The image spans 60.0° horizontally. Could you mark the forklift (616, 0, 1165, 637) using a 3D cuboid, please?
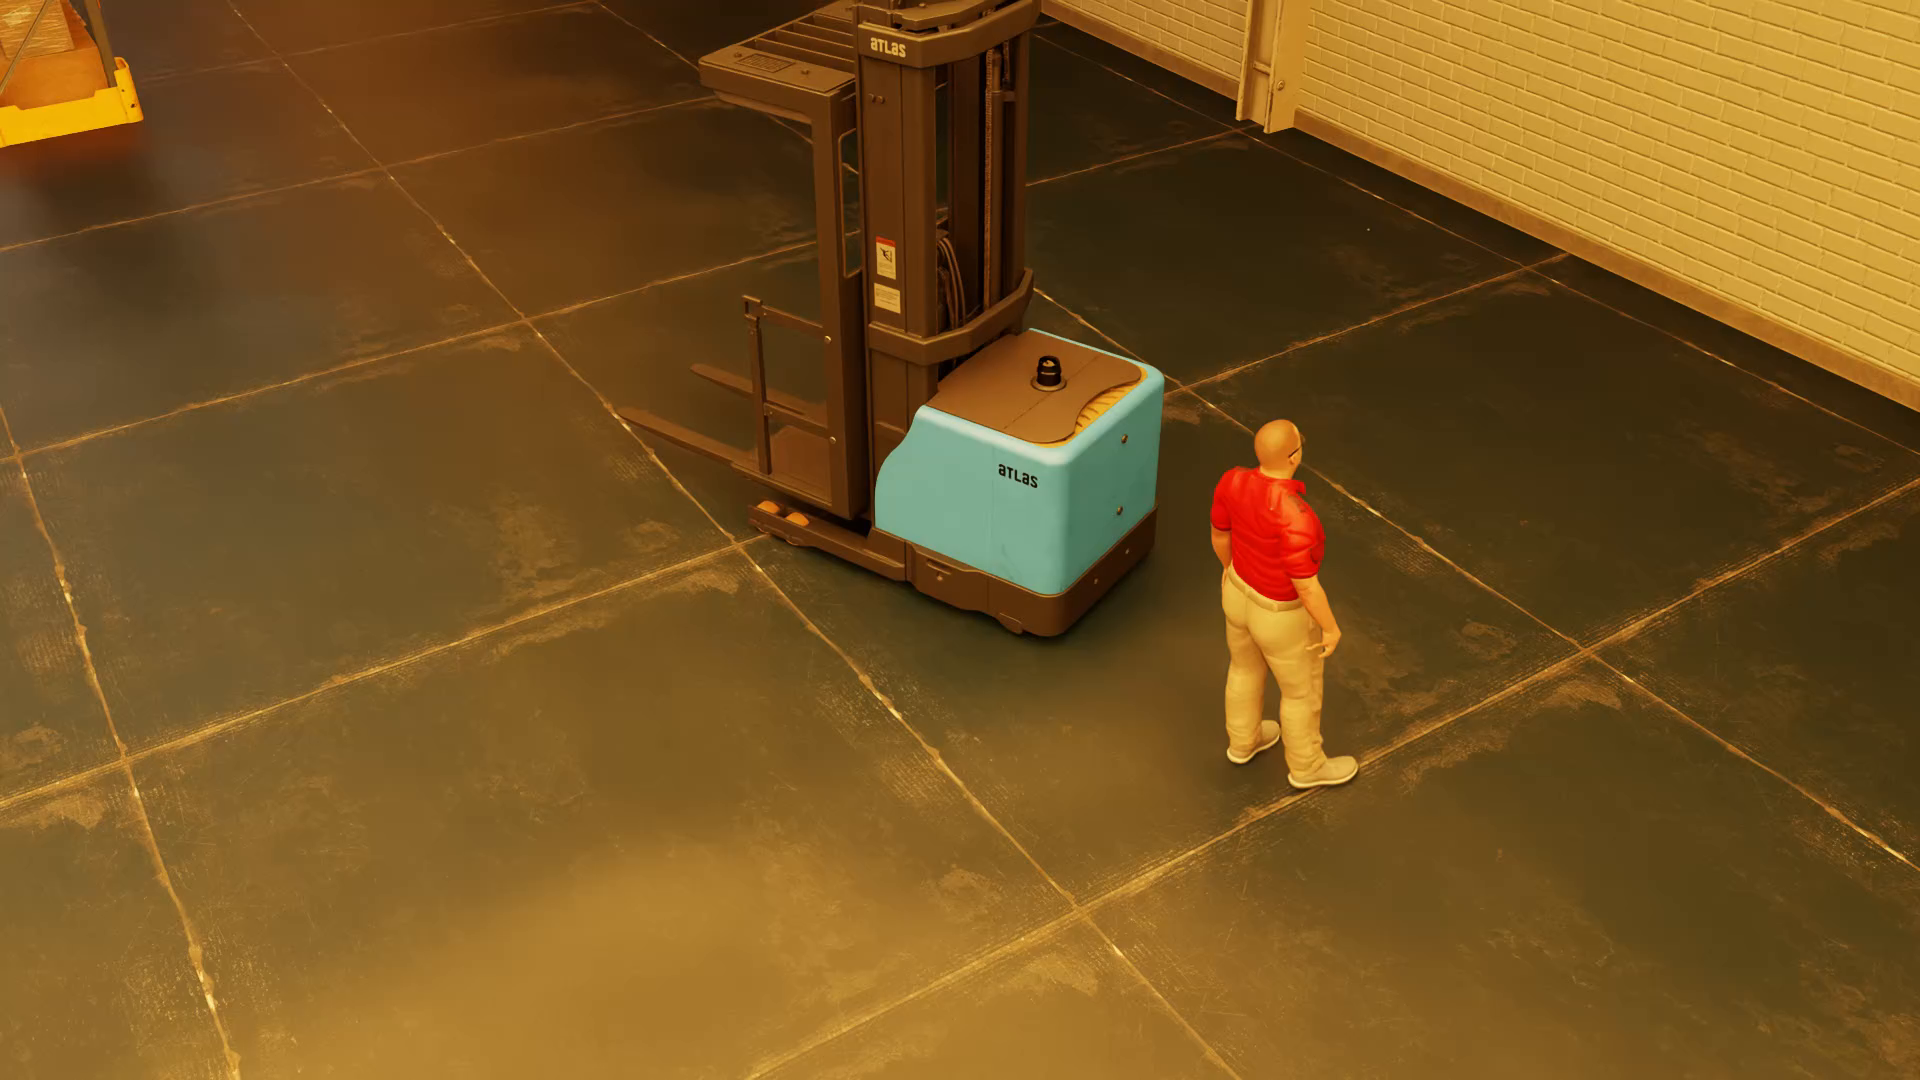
[{"bbox_3d":[-0.500,-1.399,8.138,3.031,2.935,1.130,22,41,28],"label":"forklift"}]

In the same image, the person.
[{"bbox_3d":[1.352,0.245,6.838,0.538,1.734,0.651,-21,40,-27],"label":"person"}]
